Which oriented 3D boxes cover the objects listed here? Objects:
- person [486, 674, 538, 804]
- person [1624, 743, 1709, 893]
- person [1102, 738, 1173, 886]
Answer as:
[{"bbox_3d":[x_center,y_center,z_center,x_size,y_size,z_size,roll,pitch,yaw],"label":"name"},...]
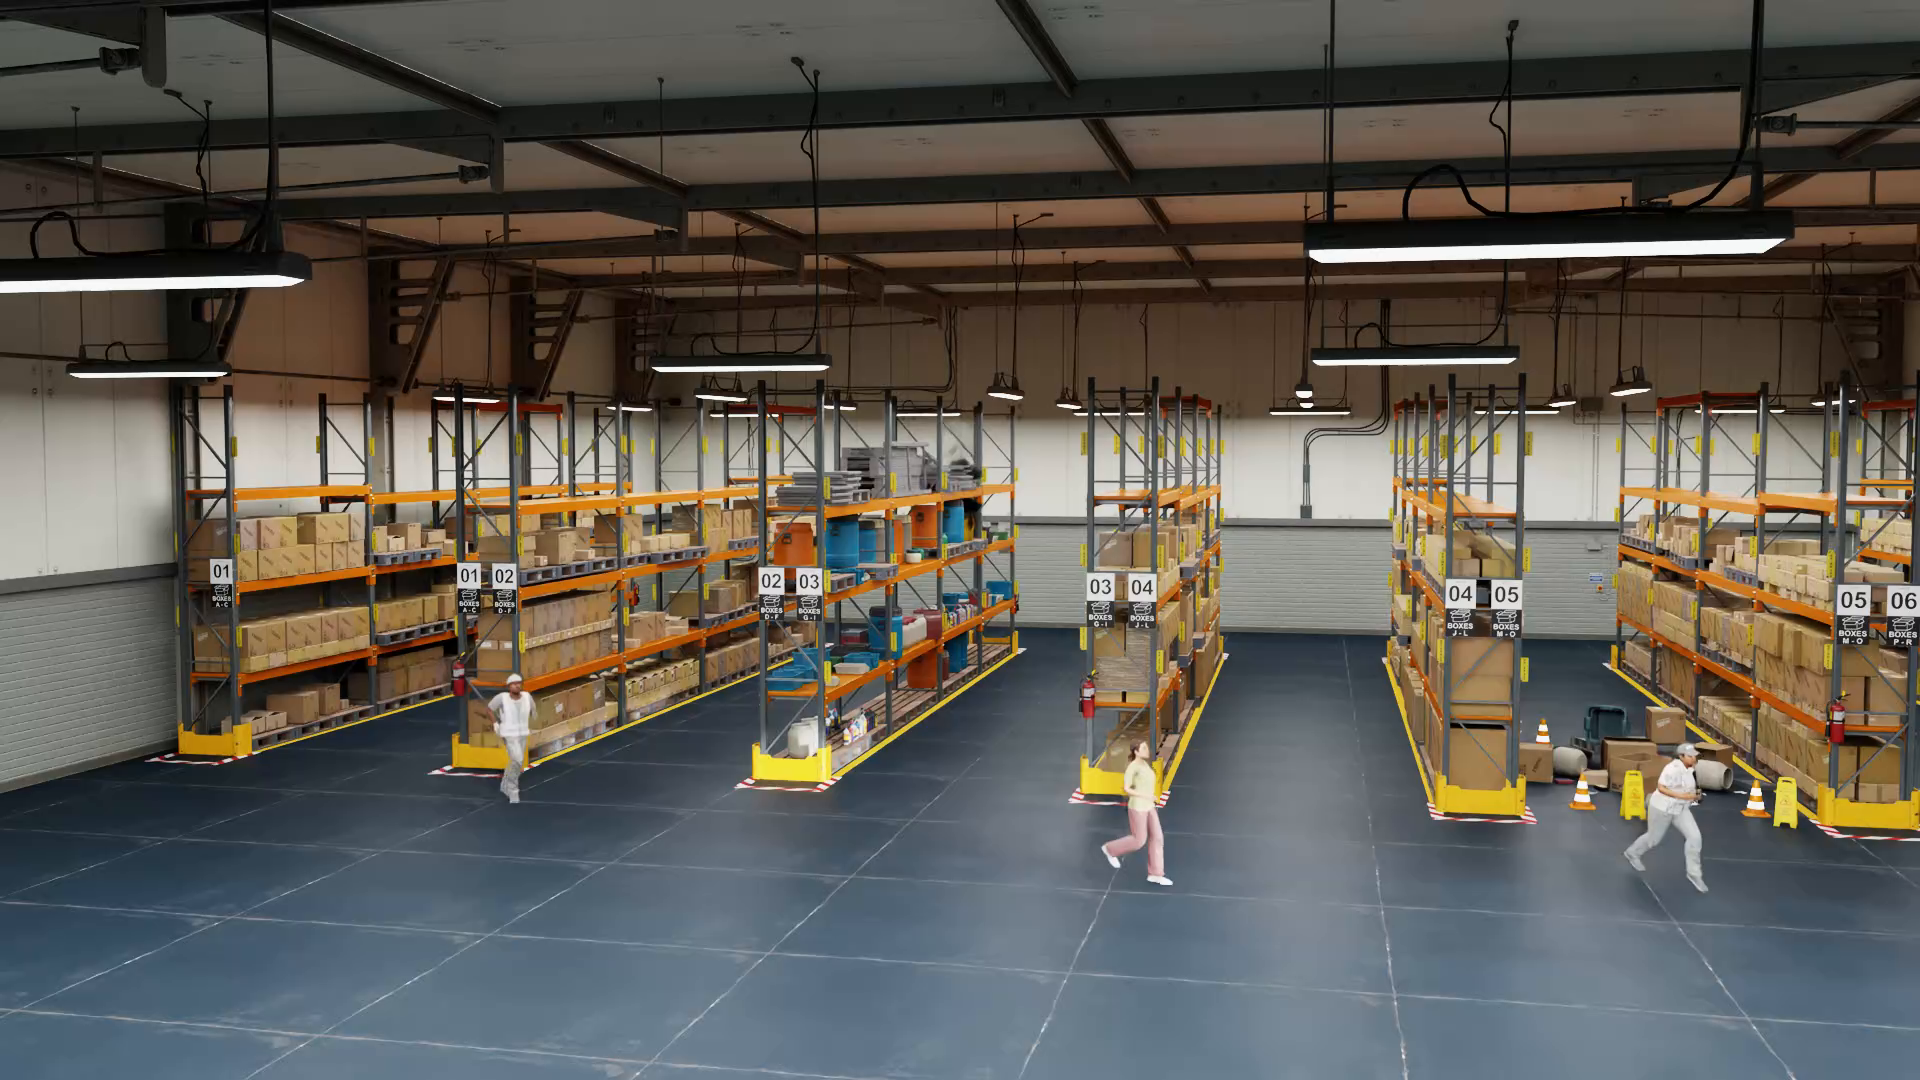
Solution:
[{"bbox_3d":[-6.283,2.811,23.546,0.757,1.845,0.636,3,4,44],"label":"person"},{"bbox_3d":[8.102,3.126,19.060,0.606,1.673,1.031,-2,4,-28],"label":"person"},{"bbox_3d":[2.057,3.103,19.140,0.881,1.660,0.578,2,4,34],"label":"person"}]
